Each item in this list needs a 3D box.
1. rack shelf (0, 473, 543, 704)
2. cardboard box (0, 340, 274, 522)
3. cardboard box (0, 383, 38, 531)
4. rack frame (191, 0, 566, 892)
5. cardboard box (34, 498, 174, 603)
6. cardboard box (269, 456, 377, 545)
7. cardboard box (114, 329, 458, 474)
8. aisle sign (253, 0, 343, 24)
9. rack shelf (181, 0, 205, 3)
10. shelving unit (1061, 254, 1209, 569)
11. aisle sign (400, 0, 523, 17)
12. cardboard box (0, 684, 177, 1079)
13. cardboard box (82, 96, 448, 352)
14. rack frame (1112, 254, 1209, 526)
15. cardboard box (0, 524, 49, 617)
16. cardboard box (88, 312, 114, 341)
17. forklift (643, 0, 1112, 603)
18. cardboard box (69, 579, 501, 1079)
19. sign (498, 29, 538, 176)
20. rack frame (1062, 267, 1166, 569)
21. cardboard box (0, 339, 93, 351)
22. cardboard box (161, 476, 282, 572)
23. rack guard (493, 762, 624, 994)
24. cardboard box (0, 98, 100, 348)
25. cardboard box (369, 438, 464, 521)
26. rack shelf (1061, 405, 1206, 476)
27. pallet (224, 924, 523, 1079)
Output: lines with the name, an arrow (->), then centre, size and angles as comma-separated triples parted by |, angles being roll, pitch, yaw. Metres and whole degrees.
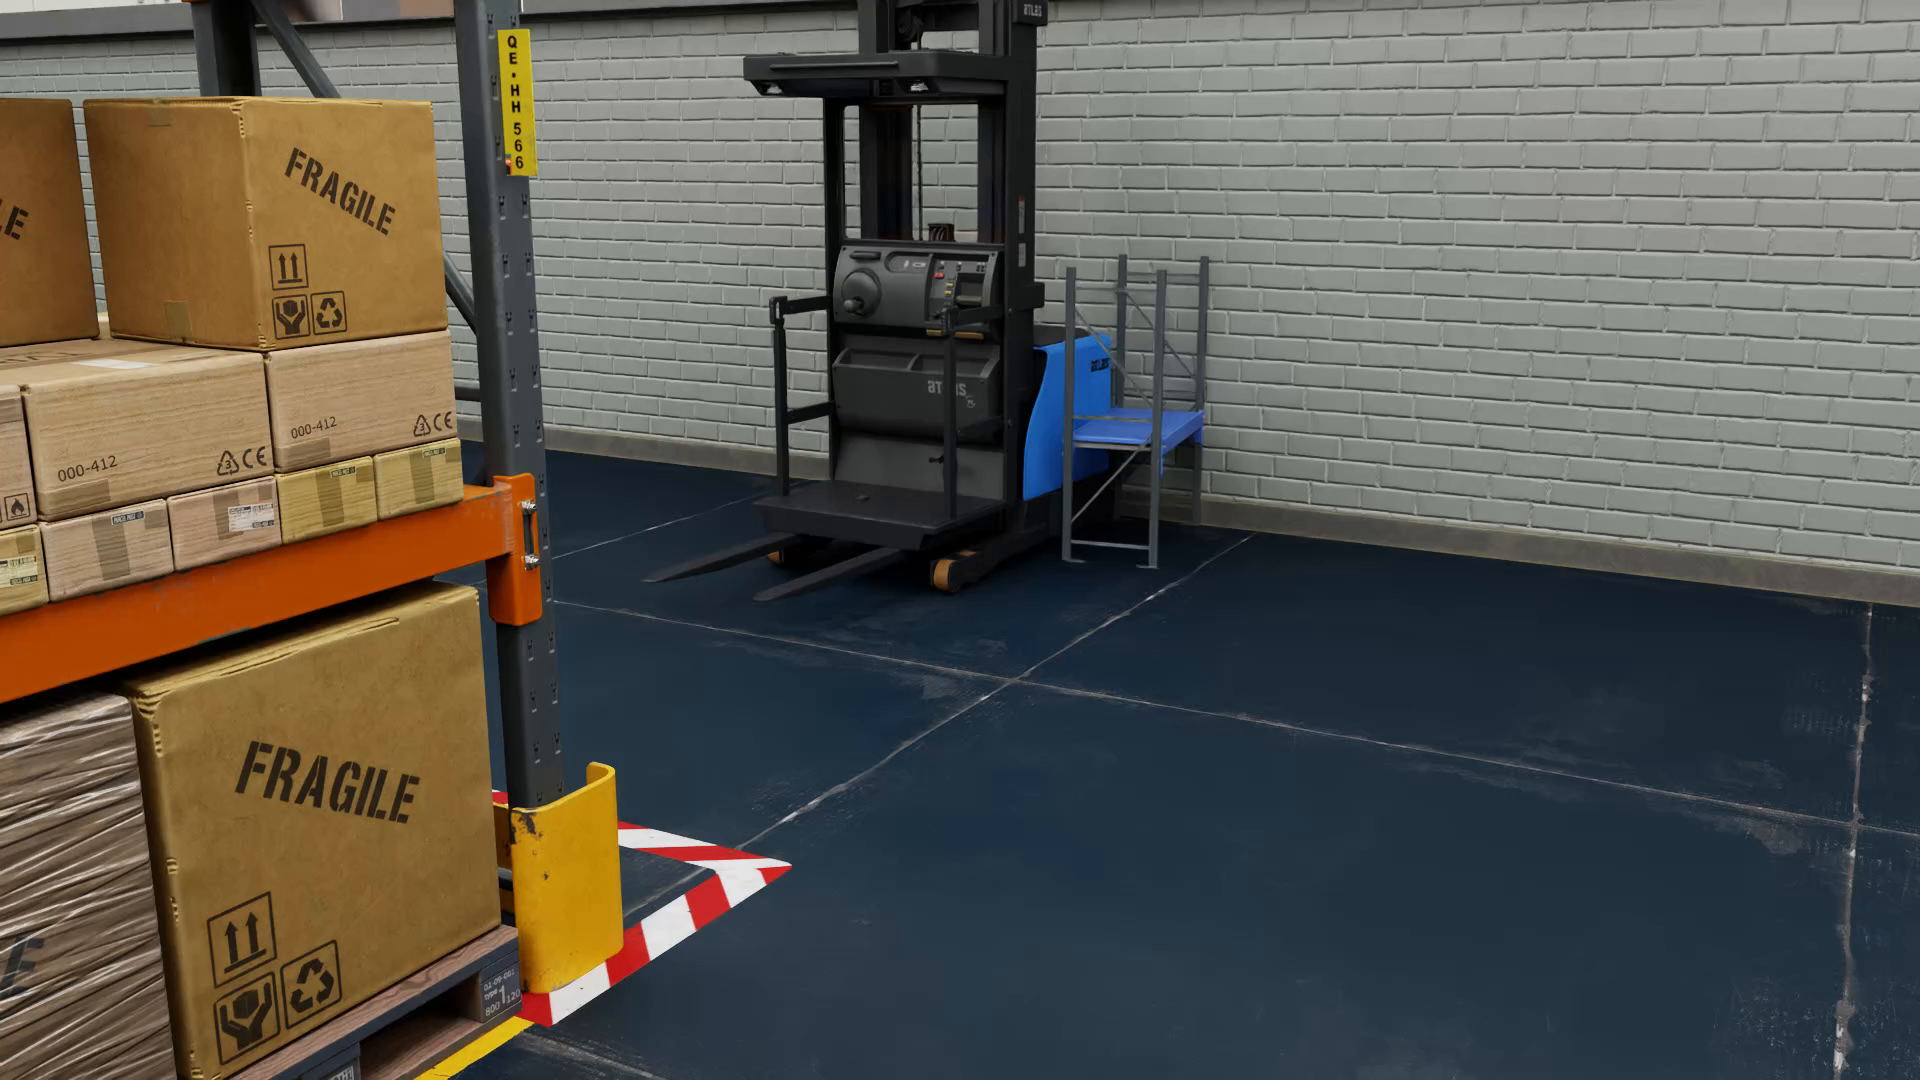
rack shelf -> -2.457, 0.367, 2.645 | 1.077, 0.370, 4.000 | 7, 15, 28
cardboard box -> -1.738, -0.231, 3.277 | 0.500, 0.250, 0.500 | 7, 15, 27
cardboard box -> -1.983, -0.126, 2.843 | 0.500, 0.250, 0.500 | 7, 15, 26
rack frame -> -1.490, -0.393, 4.262 | 1.000, 3.000, 0.127 | 7, 15, 28
cardboard box -> -1.742, -0.004, 3.186 | 0.380, 0.149, 0.250 | 8, 16, 29
cardboard box -> -1.498, -0.107, 3.612 | 0.380, 0.149, 0.250 | 8, 15, 29
cardboard box -> -1.492, -0.335, 3.708 | 0.500, 0.250, 0.500 | 7, 15, 27
aisle sign -> -1.718, -1.705, 4.160 | 0.394, 0.787, 0.004 | 7, 15, 28
rack shelf -> -2.457, -1.091, 2.293 | 1.077, 0.370, 4.000 | 7, 15, 28
shelving unit -> 0.939, -0.717, 8.807 | 0.538, 1.500, 1.048 | 5, 14, 19
aisle sign -> -1.192, -1.637, 3.878 | 0.394, 0.787, 0.004 | 7, 15, 28
cardboard box -> -2.169, 0.763, 3.105 | 0.875, 0.875, 0.875 | 7, 15, 28
cardboard box -> -1.495, -0.699, 3.619 | 0.500, 0.500, 0.500 | 8, 16, 29
rack frame -> 1.113, -0.829, 9.272 | 0.500, 1.500, 0.032 | 5, 14, 19
cardboard box -> -1.866, 0.049, 2.964 | 0.380, 0.149, 0.250 | 7, 15, 27
cardboard box -> -1.958, -0.397, 3.963 | 0.500, 0.250, 0.500 | 7, 15, 27
forklift -> -0.335, -1.294, 8.148 | 1.130, 2.935, 3.031 | 8, 16, 30
cardboard box -> -1.729, 0.576, 3.880 | 0.875, 0.875, 0.875 | 7, 15, 28
sign -> -1.022, -1.006, 3.832 | 0.100, 0.325, 0.005 | 7, 15, 28
rack frame -> 0.766, -0.605, 8.343 | 0.500, 1.500, 0.032 | 5, 14, 19
cardboard box -> -2.204, -0.289, 3.518 | 0.500, 0.250, 0.500 | 7, 15, 27
cardboard box -> -1.621, -0.055, 3.398 | 0.380, 0.149, 0.250 | 7, 15, 28
rack guard -> -1.478, 0.818, 4.576 | 1.175, 0.500, 0.348 | 7, 15, 28
cardboard box -> -2.200, -0.658, 3.450 | 0.500, 0.500, 0.500 | 7, 15, 27
cardboard box -> -1.374, -0.160, 3.834 | 0.380, 0.149, 0.250 | 8, 16, 29
rack shelf -> 0.939, -0.542, 8.850 | 0.538, 0.185, 1.000 | 5, 14, 19
pallet -> -1.808, 1.136, 3.872 | 1.003, 0.211, 1.213 | 7, 15, 28
